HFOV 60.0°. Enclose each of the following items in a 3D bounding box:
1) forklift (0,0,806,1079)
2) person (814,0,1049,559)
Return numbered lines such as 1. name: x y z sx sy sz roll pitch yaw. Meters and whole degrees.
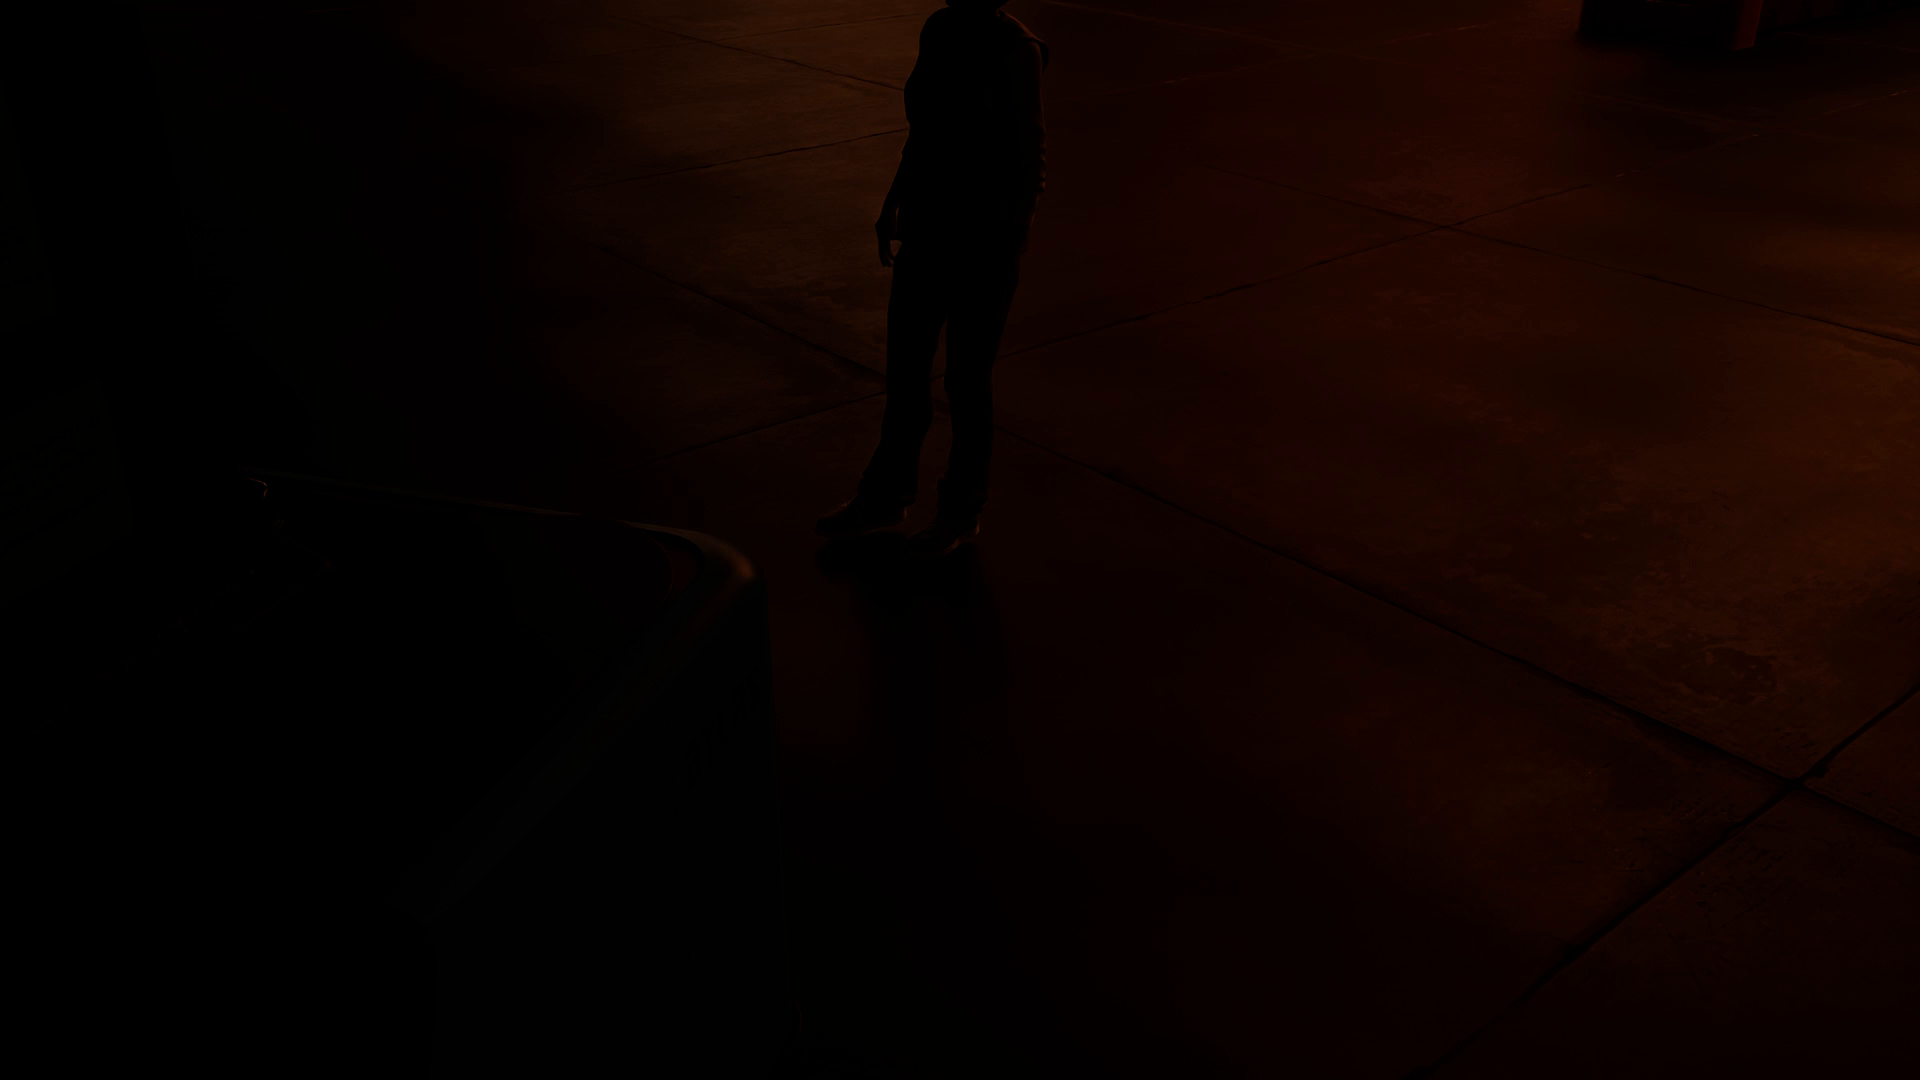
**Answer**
1. forklift: -1.153 0.206 0.787 1.130 2.935 3.031 8 27 16
2. person: -0.065 -0.706 4.110 0.475 1.596 0.521 -20 33 -35
